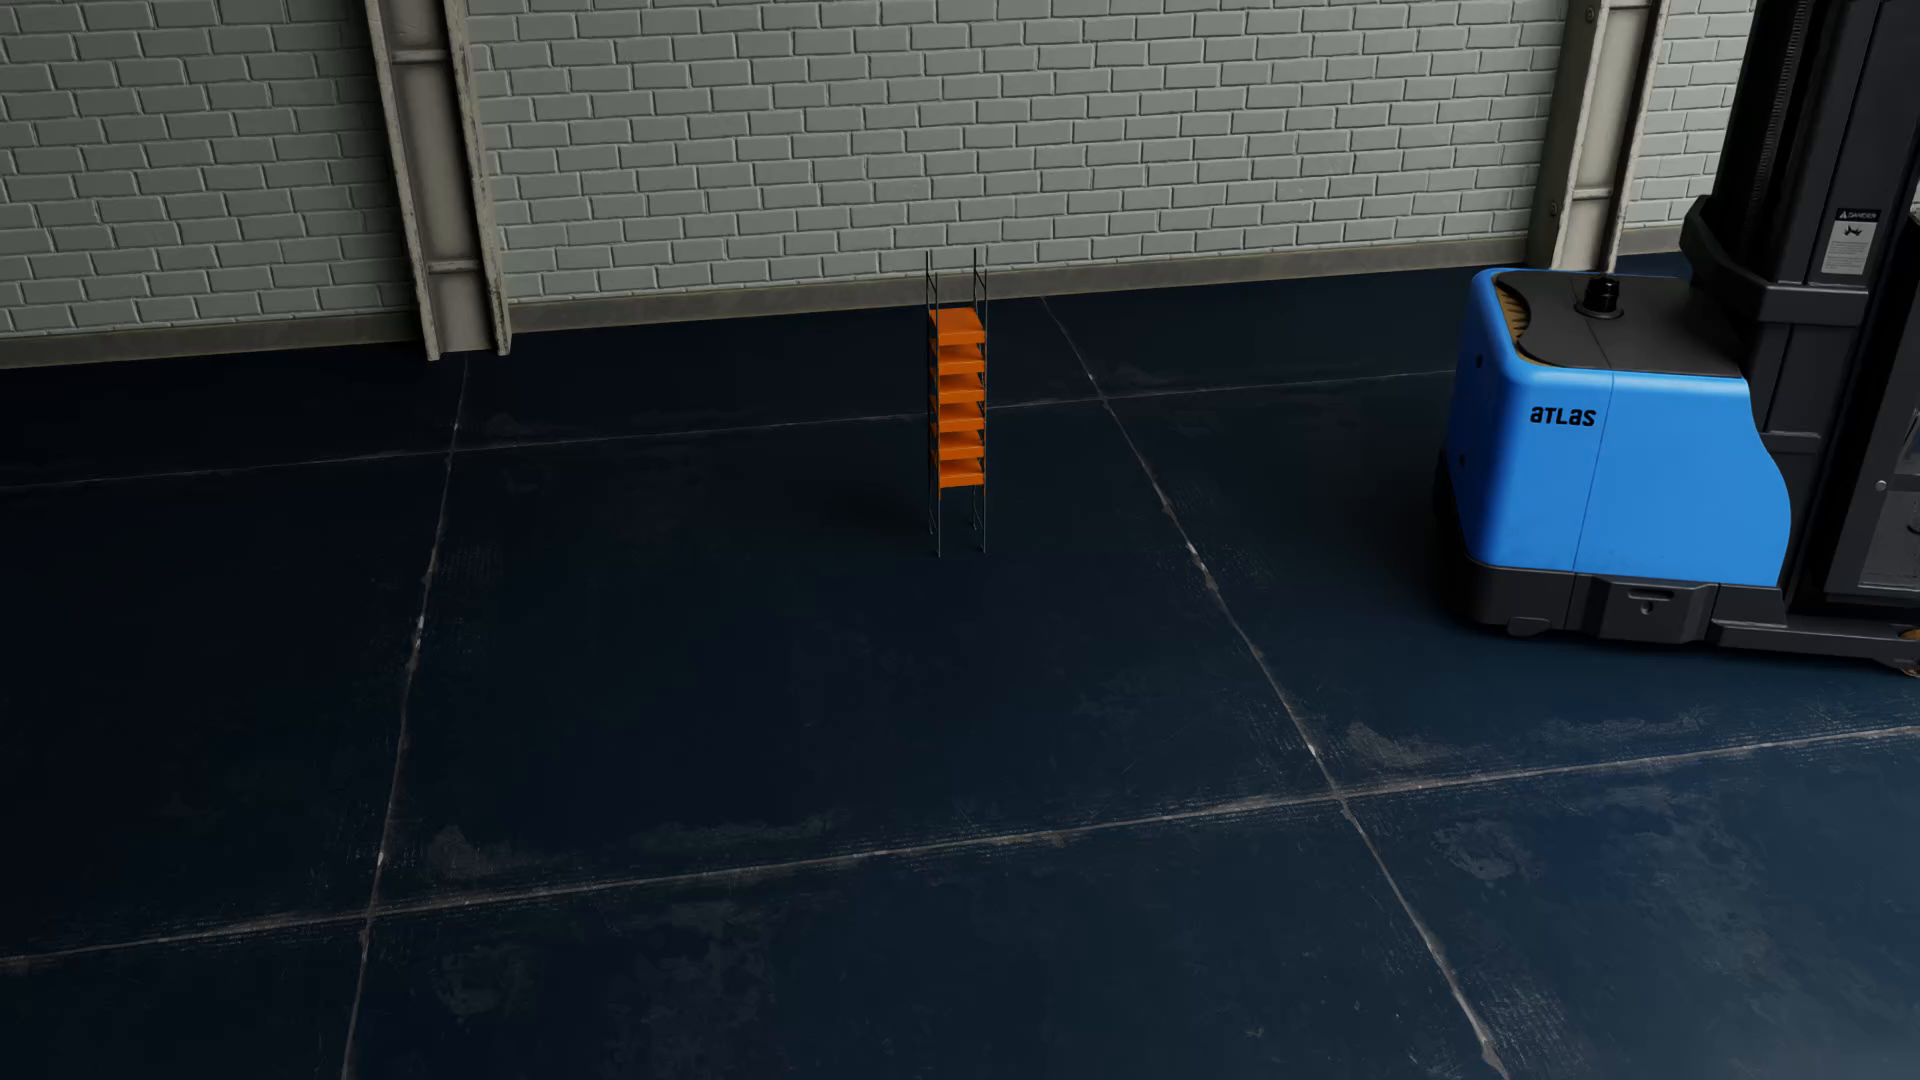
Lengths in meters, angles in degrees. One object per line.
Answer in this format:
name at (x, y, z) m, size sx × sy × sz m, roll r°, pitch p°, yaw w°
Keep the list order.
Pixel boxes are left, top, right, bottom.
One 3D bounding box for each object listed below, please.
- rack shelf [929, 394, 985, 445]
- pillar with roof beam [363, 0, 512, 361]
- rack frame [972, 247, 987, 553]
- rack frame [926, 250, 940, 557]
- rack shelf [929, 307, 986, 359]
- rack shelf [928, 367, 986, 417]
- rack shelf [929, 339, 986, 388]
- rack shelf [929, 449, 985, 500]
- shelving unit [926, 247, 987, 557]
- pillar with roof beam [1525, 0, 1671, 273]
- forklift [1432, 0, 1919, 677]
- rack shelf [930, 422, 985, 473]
rack shelf at (-0.014, -0.478, 6.466) m, size 0.180 × 0.103 × 0.258 m, roll -5°, pitch 31°, yaw -9°
pillar with roof beam at (-1.706, -2.719, 2.497) m, size 0.400 × 9.000 × 9.100 m, roll -5°, pitch 31°, yaw -9°
rack frame at (0.076, -0.524, 6.458) m, size 0.006 × 1.200 × 0.240 m, roll -5°, pitch 31°, yaw -9°
rack frame at (-0.104, -0.508, 6.429) m, size 0.006 × 1.200 × 0.240 m, roll -5°, pitch 31°, yaw -9°
rack shelf at (-0.014, -0.788, 6.284) m, size 0.180 × 0.103 × 0.258 m, roll -5°, pitch 31°, yaw -9°
rack shelf at (-0.014, -0.581, 6.405) m, size 0.180 × 0.103 × 0.258 m, roll -5°, pitch 31°, yaw -9°
rack shelf at (-0.014, -0.684, 6.344) m, size 0.180 × 0.103 × 0.258 m, roll -5°, pitch 31°, yaw -9°
rack shelf at (-0.014, -0.271, 6.588) m, size 0.180 × 0.103 × 0.258 m, roll -5°, pitch 31°, yaw -9°
shelving unit at (-0.014, -0.516, 6.444) m, size 0.189 × 1.200 × 0.258 m, roll -5°, pitch 31°, yaw -9°
pillar with roof beam at (4.195, -3.267, 3.428) m, size 0.400 × 9.000 × 9.100 m, roll -5°, pitch 31°, yaw -9°
forklift at (3.396, -1.051, 5.646) m, size 3.031 × 2.935 × 1.130 m, roll 4°, pitch 31°, yaw 7°
rack shelf at (-0.014, -0.374, 6.527) m, size 0.180 × 0.103 × 0.258 m, roll -5°, pitch 31°, yaw -9°
